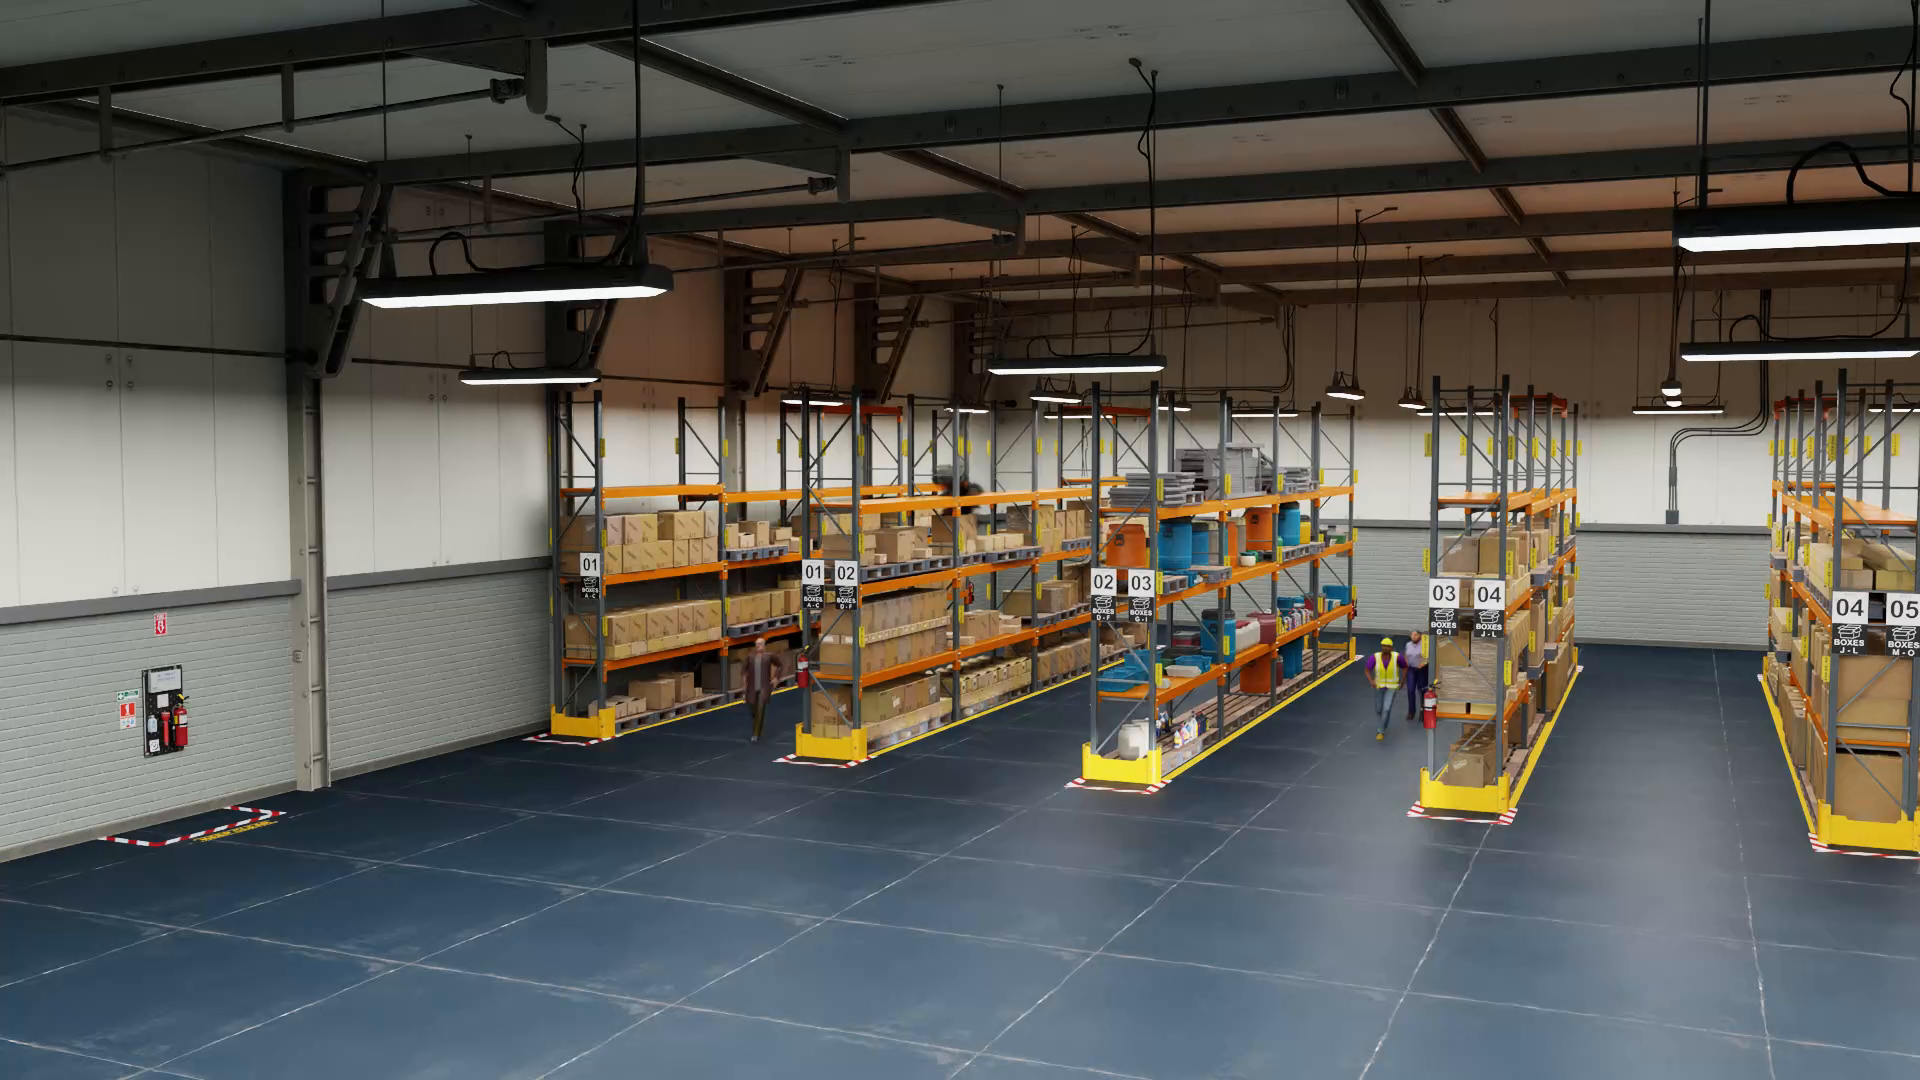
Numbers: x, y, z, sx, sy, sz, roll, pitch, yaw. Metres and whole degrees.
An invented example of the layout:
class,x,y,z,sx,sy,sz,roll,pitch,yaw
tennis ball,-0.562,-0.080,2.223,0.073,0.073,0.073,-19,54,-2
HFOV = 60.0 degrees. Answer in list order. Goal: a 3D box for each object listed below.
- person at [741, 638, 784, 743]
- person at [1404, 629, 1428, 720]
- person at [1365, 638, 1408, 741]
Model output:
class,x,y,z,sx,sy,sz,roll,pitch,yaw
person,-3.427,2.560,28.525,0.724,1.750,1.014,1,3,10
person,8.470,2.465,30.720,0.599,1.644,0.858,2,4,31
person,7.361,2.553,28.747,0.727,1.751,0.887,1,3,19
